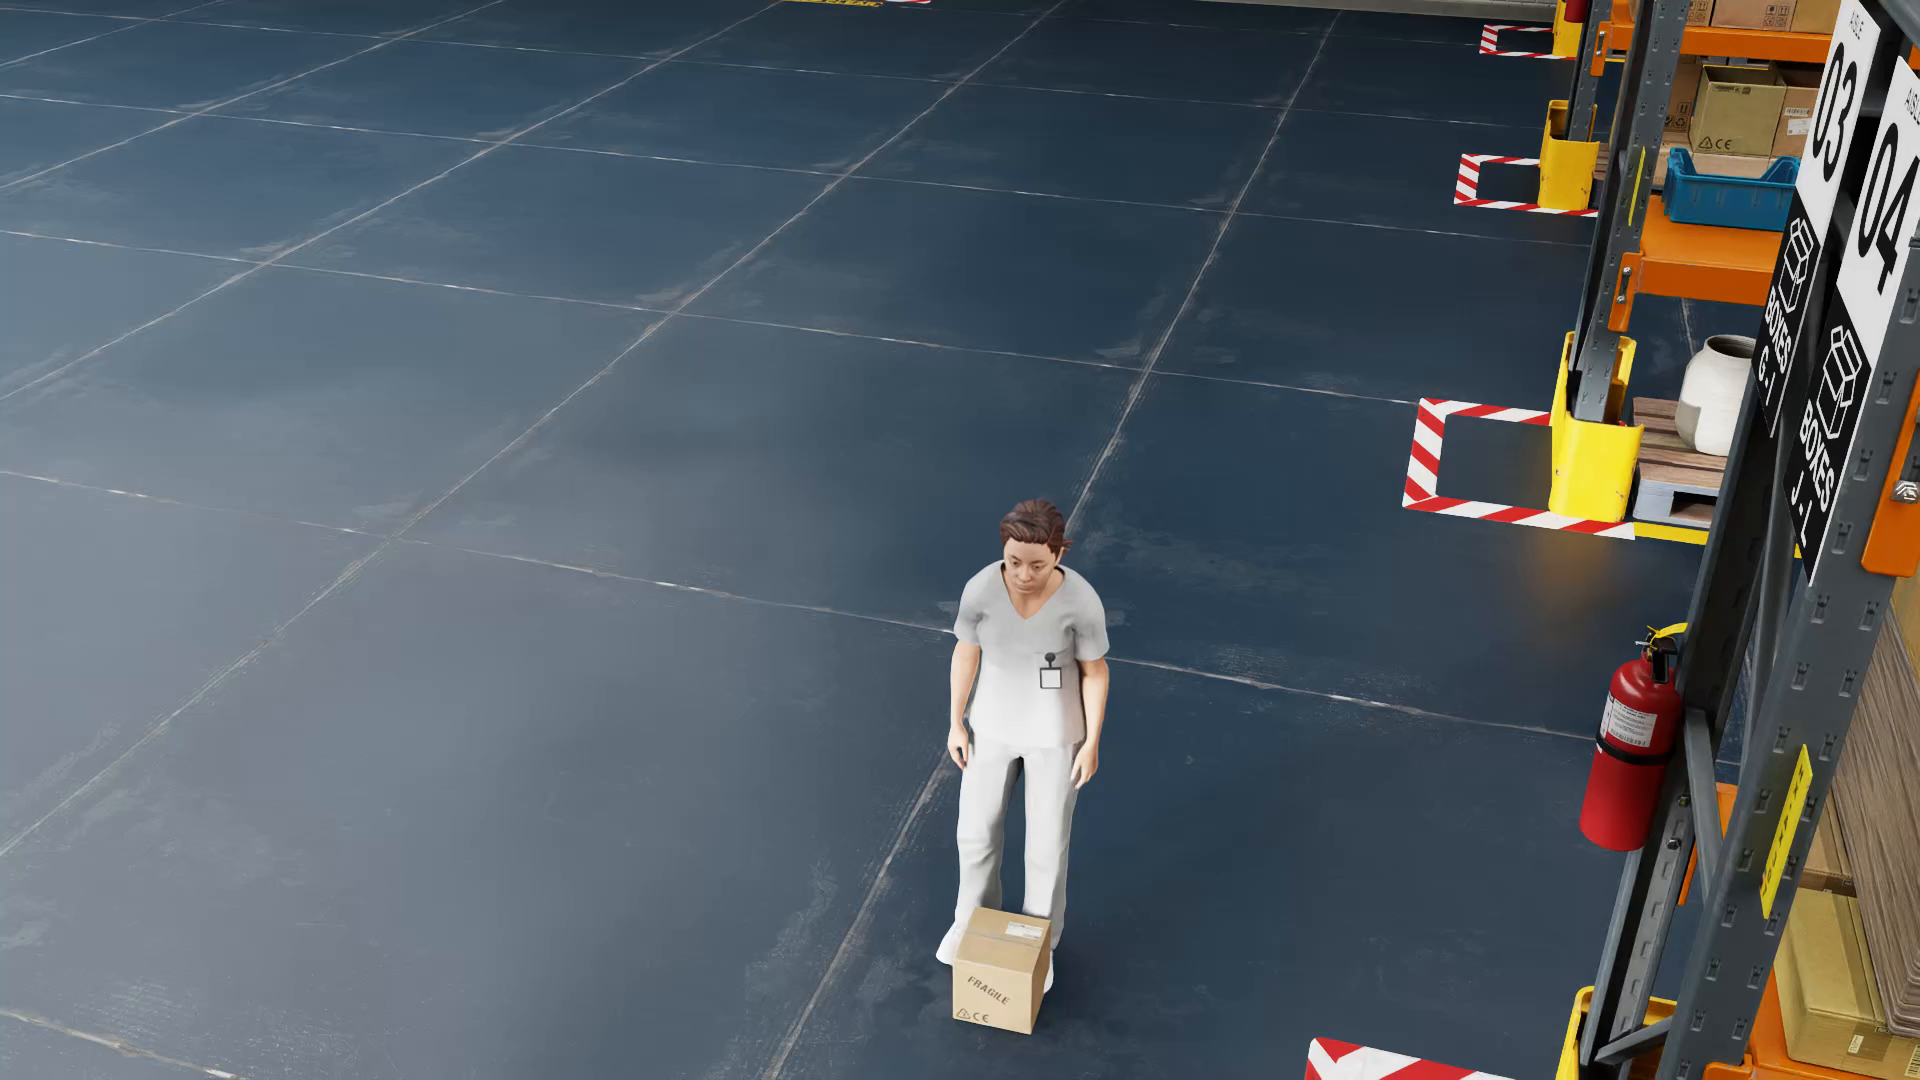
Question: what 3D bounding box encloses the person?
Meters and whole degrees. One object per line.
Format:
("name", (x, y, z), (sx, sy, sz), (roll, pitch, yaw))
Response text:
("person", (0.190, 0.617, 5.031), (0.498, 1.672, 0.405), (8, 30, 14))
